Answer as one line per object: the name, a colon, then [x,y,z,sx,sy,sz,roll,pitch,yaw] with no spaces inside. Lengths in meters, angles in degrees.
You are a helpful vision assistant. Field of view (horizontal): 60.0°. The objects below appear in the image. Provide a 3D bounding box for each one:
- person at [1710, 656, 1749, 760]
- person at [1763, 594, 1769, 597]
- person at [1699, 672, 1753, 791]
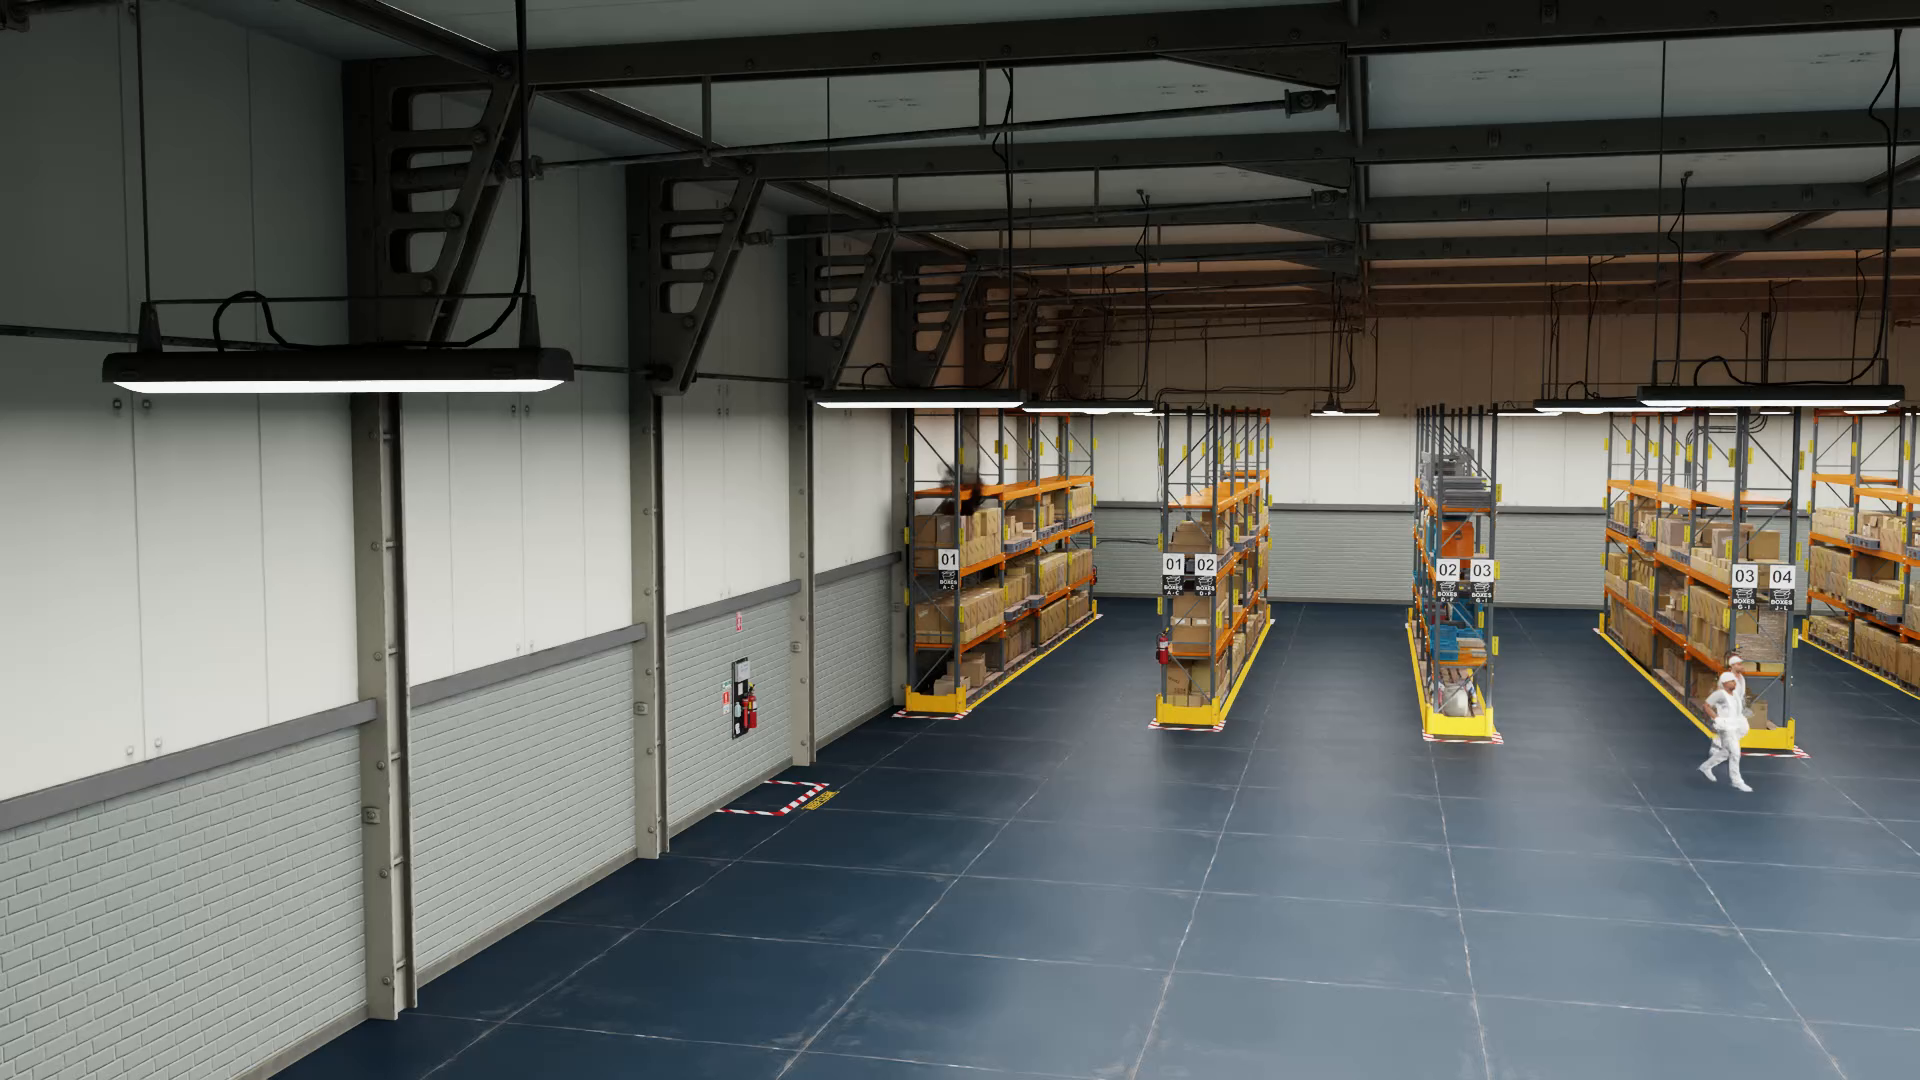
person: [12.965,2.821,27.821,0.662,1.754,0.643,-2,4,-22]
person: [20.722,1.771,43.190,0.741,1.646,0.647,4,6,42]
person: [11.888,2.940,25.793,0.677,1.793,0.862,-4,6,-44]
